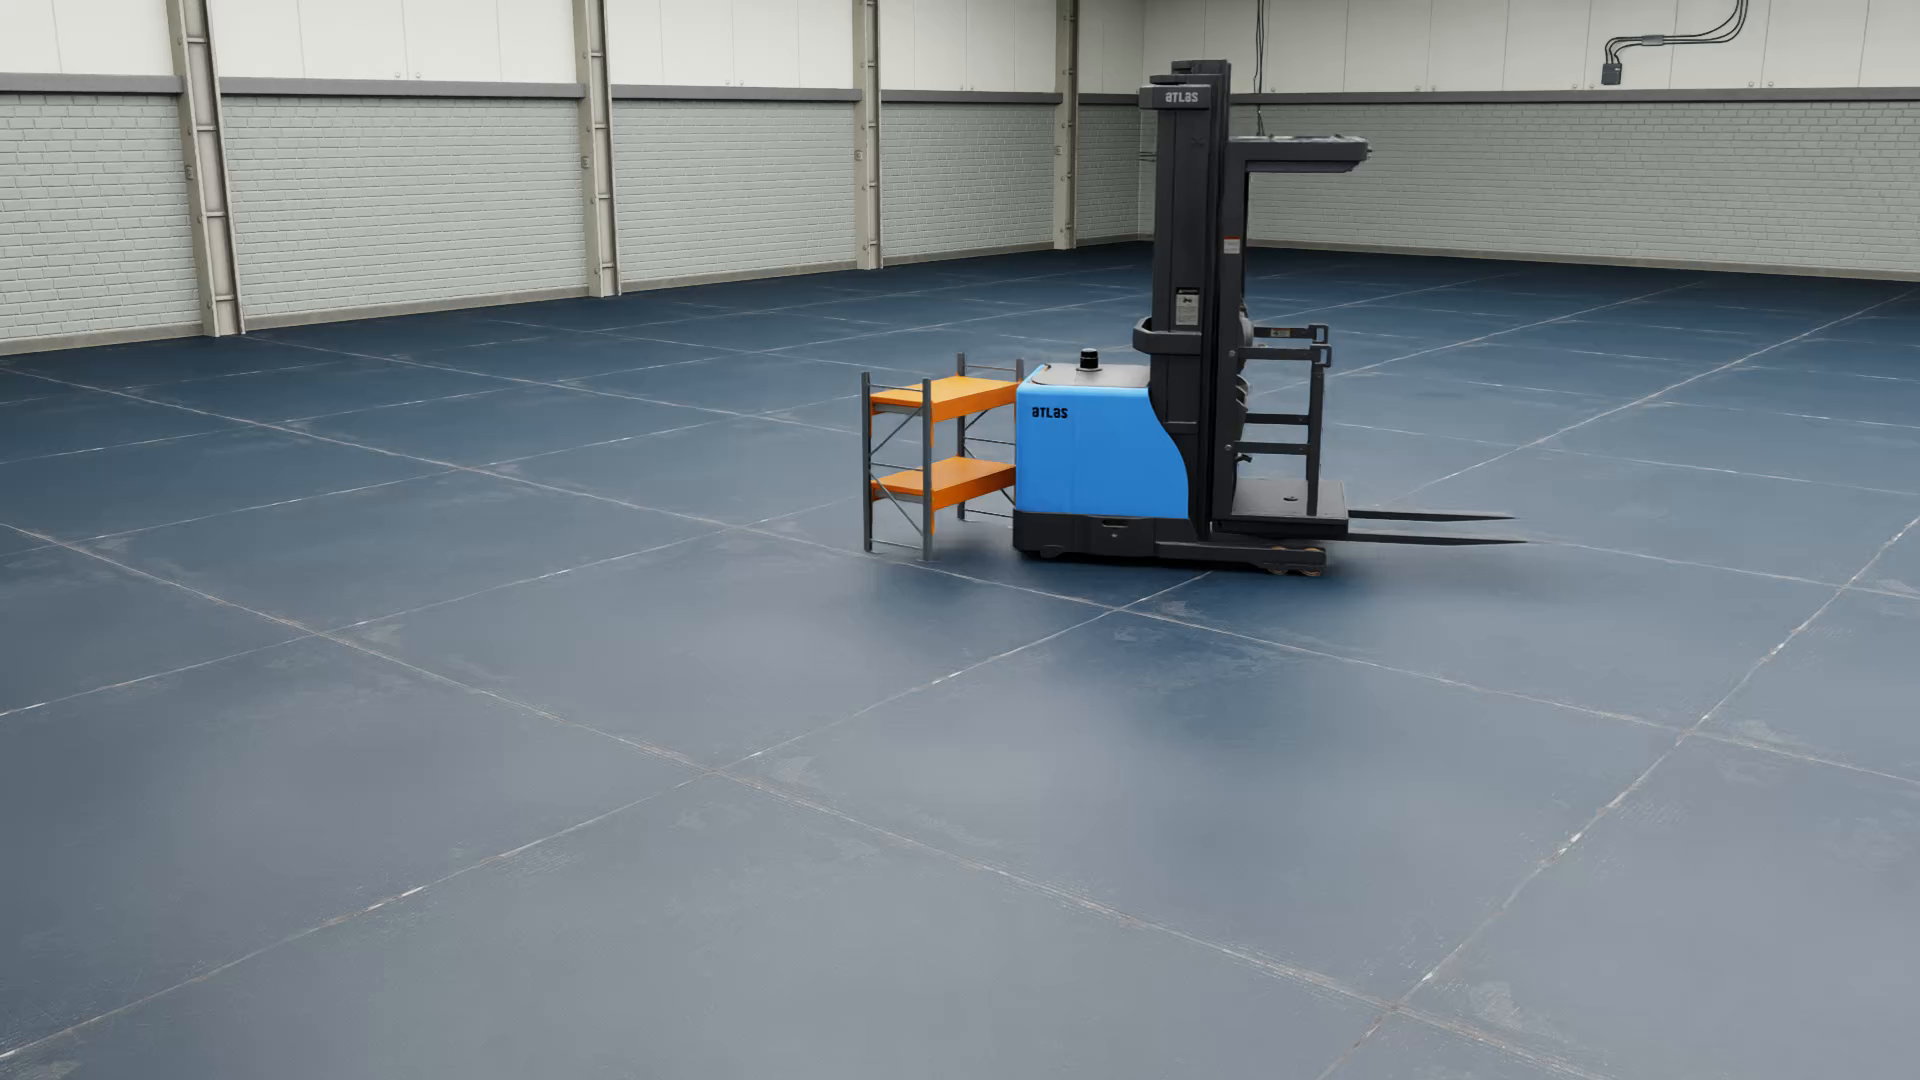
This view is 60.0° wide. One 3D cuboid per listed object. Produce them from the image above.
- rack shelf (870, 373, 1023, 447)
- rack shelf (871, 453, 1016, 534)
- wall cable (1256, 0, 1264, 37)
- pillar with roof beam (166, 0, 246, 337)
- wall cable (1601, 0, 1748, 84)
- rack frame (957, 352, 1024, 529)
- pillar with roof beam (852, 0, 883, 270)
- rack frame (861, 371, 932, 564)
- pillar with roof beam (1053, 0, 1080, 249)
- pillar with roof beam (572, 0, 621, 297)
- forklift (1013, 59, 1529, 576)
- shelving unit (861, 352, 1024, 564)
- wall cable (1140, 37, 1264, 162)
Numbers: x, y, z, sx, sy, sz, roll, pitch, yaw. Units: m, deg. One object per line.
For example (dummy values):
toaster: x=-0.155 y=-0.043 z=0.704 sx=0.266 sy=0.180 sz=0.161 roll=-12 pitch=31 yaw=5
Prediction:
rack shelf: x=-0.094 y=-0.826 z=10.400 sx=0.538 sy=0.278 sz=1.000 roll=10 pitch=17 yaw=33
rack shelf: x=-0.094 y=-0.305 z=10.532 sx=0.538 sy=0.278 sz=1.000 roll=10 pitch=17 yaw=33
wall cable: x=7.135 y=-11.256 z=32.703 sx=3.097 sy=2.526 sz=0.112 roll=11 pitch=18 yaw=38
pillar with roof beam: x=-5.814 y=-6.259 z=16.983 sx=9.100 sy=9.000 sz=0.400 roll=11 pitch=18 yaw=38
wall cable: x=12.405 y=-10.908 z=28.377 sx=2.305 sy=6.003 sz=0.169 roll=11 pitch=18 yaw=38
rack frame: x=0.195 y=-0.645 z=10.877 sx=0.500 sy=1.125 sz=0.032 roll=10 pitch=17 yaw=33
pillar with roof beam: x=1.728 y=-8.557 z=26.029 sx=9.100 sy=9.000 sz=0.400 roll=11 pitch=18 yaw=38
rack frame: x=-0.383 y=-0.439 z=10.067 sx=0.500 sy=1.125 sz=0.032 roll=10 pitch=17 yaw=33
pillar with roof beam: x=5.499 y=-9.706 z=30.553 sx=9.100 sy=9.000 sz=0.400 roll=11 pitch=18 yaw=38
pillar with roof beam: x=-2.043 y=-7.408 z=21.506 sx=9.100 sy=9.000 sz=0.400 roll=11 pitch=18 yaw=38
forklift: x=1.892 y=-1.349 z=9.978 sx=3.031 sy=2.935 sz=1.130 roll=3 pitch=15 yaw=11
shelving unit: x=-0.094 y=-0.542 z=10.472 sx=0.538 sy=1.125 sz=1.048 roll=10 pitch=17 yaw=33
wall cable: x=5.031 y=-9.227 z=34.973 sx=3.097 sy=2.526 sz=0.112 roll=11 pitch=18 yaw=38
